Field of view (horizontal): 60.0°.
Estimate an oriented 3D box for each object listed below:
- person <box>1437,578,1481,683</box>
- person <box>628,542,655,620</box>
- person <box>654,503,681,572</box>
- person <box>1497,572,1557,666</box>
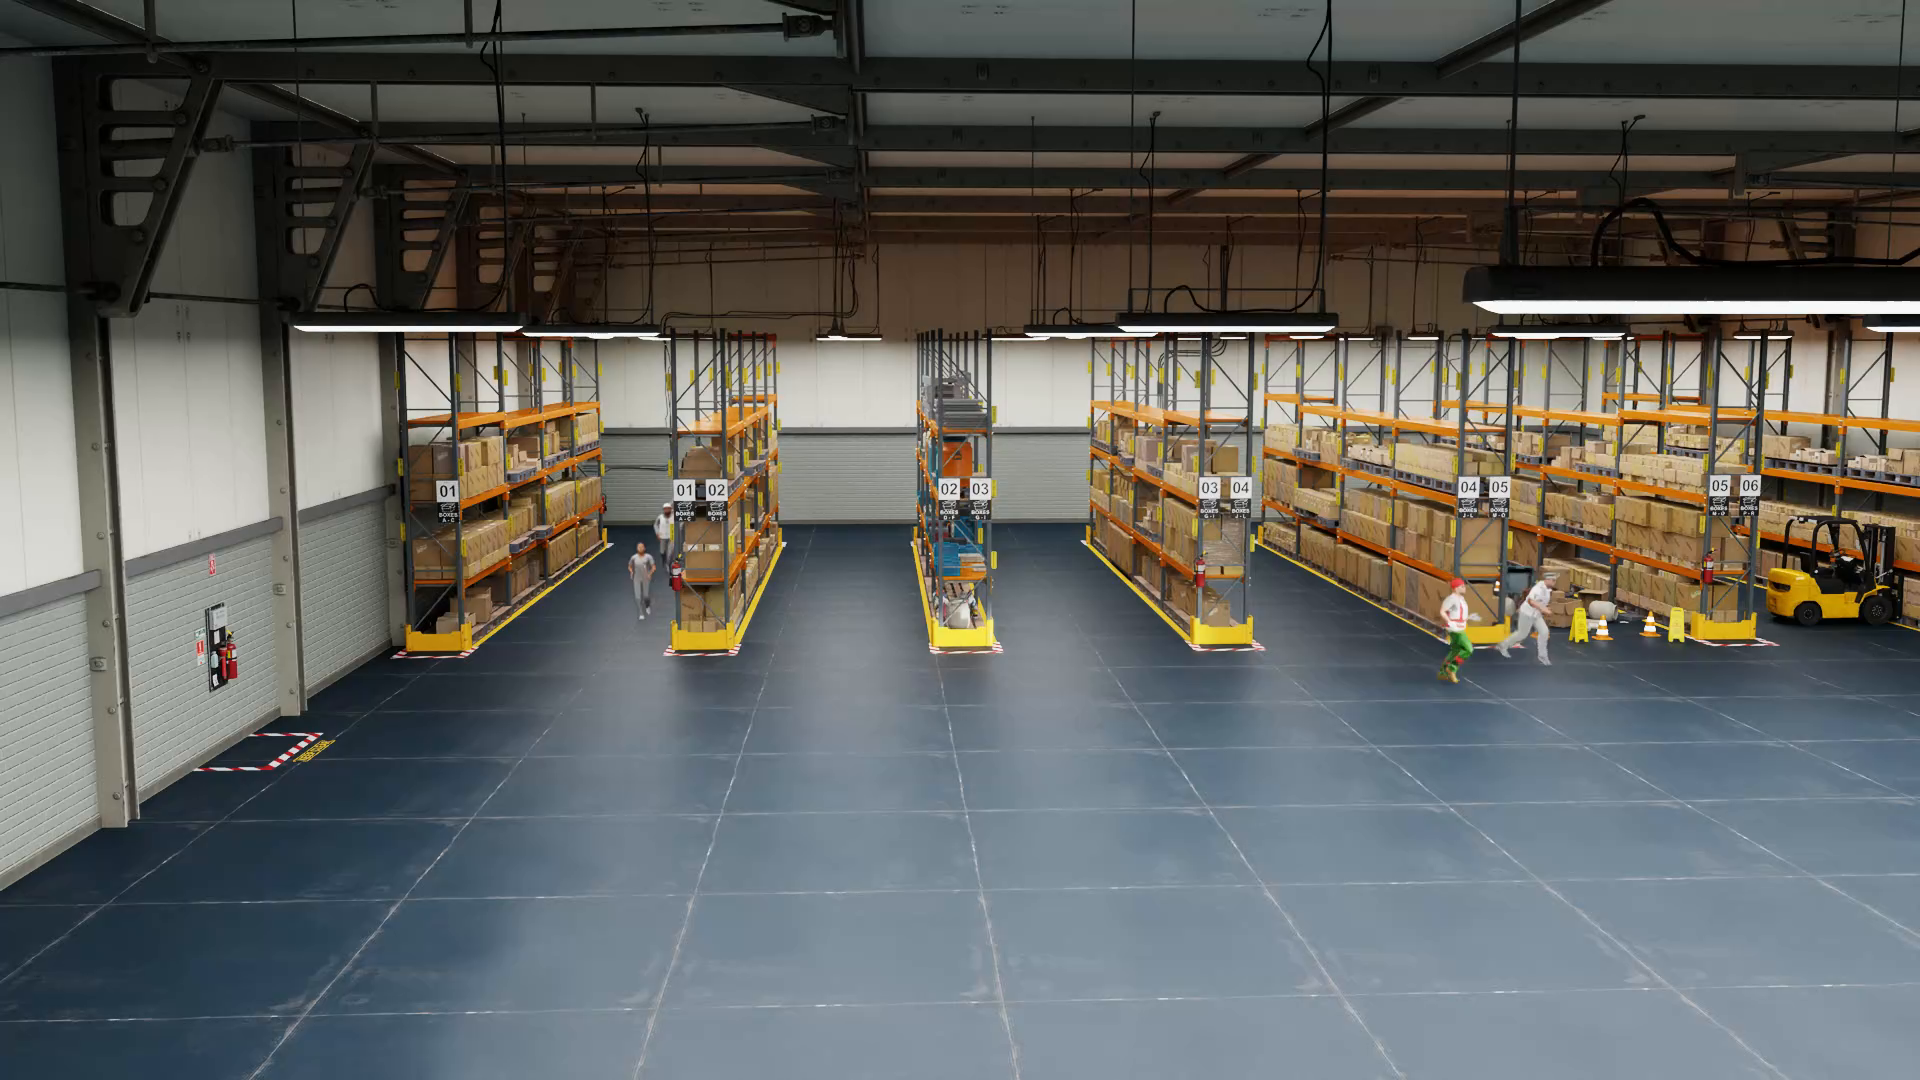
[{"bbox_3d":[8.442,1.532,28.127,0.670,1.768,0.634,4,8,28],"label":"person"},{"bbox_3d":[-6.631,0.839,34.627,0.561,1.620,0.588,0,7,-3],"label":"person"},{"bbox_3d":[-7.356,-0.056,41.815,0.688,1.738,0.593,-1,7,-5],"label":"person"},{"bbox_3d":[10.217,1.394,29.965,1.023,1.723,0.704,5,8,36],"label":"person"}]
